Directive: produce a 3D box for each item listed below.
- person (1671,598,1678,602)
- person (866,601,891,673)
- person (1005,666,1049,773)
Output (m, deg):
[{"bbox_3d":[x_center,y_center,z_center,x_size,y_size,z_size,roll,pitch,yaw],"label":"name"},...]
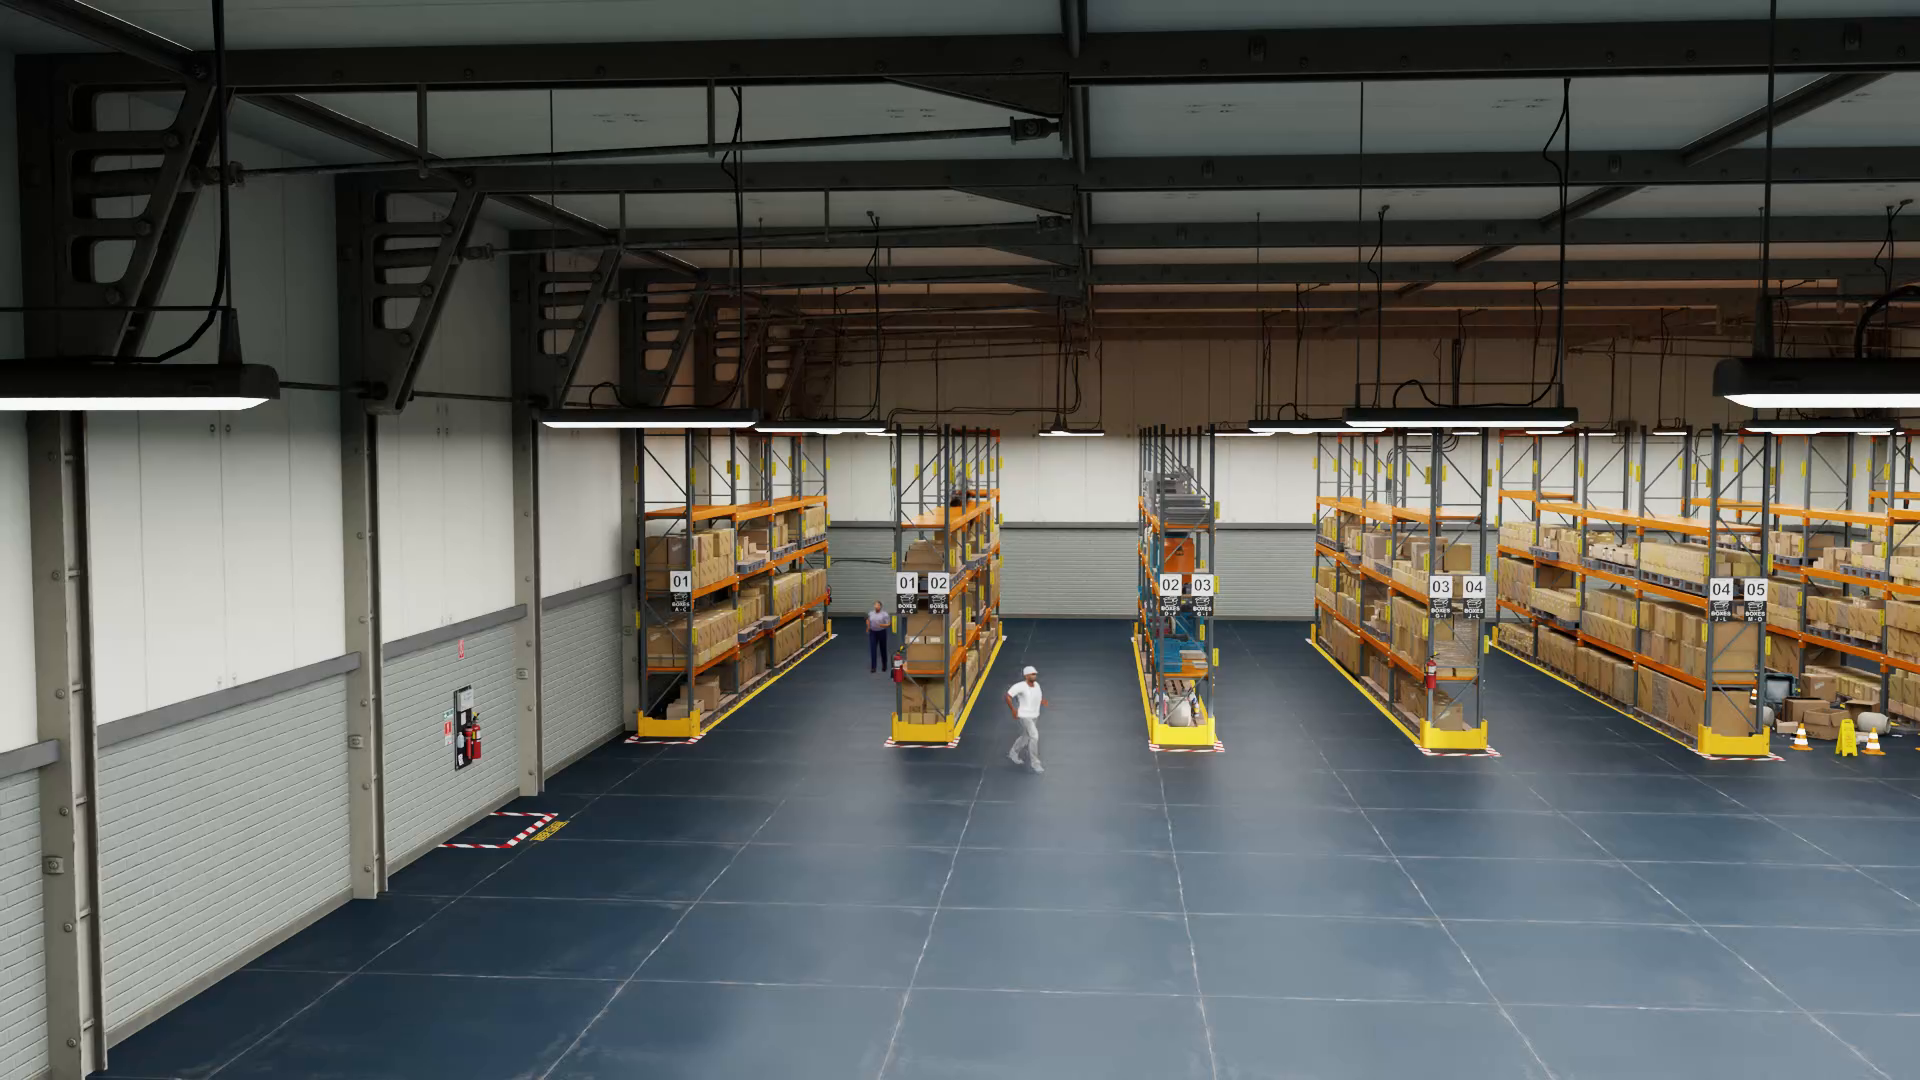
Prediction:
[{"bbox_3d":[20.502,1.971,47.128,1.017,1.773,0.703,2,4,32],"label":"person"},{"bbox_3d":[-1.914,2.264,38.786,0.614,1.686,0.868,0,4,8],"label":"person"},{"bbox_3d":[1.179,3.083,28.844,0.854,1.808,0.686,3,4,37],"label":"person"}]
